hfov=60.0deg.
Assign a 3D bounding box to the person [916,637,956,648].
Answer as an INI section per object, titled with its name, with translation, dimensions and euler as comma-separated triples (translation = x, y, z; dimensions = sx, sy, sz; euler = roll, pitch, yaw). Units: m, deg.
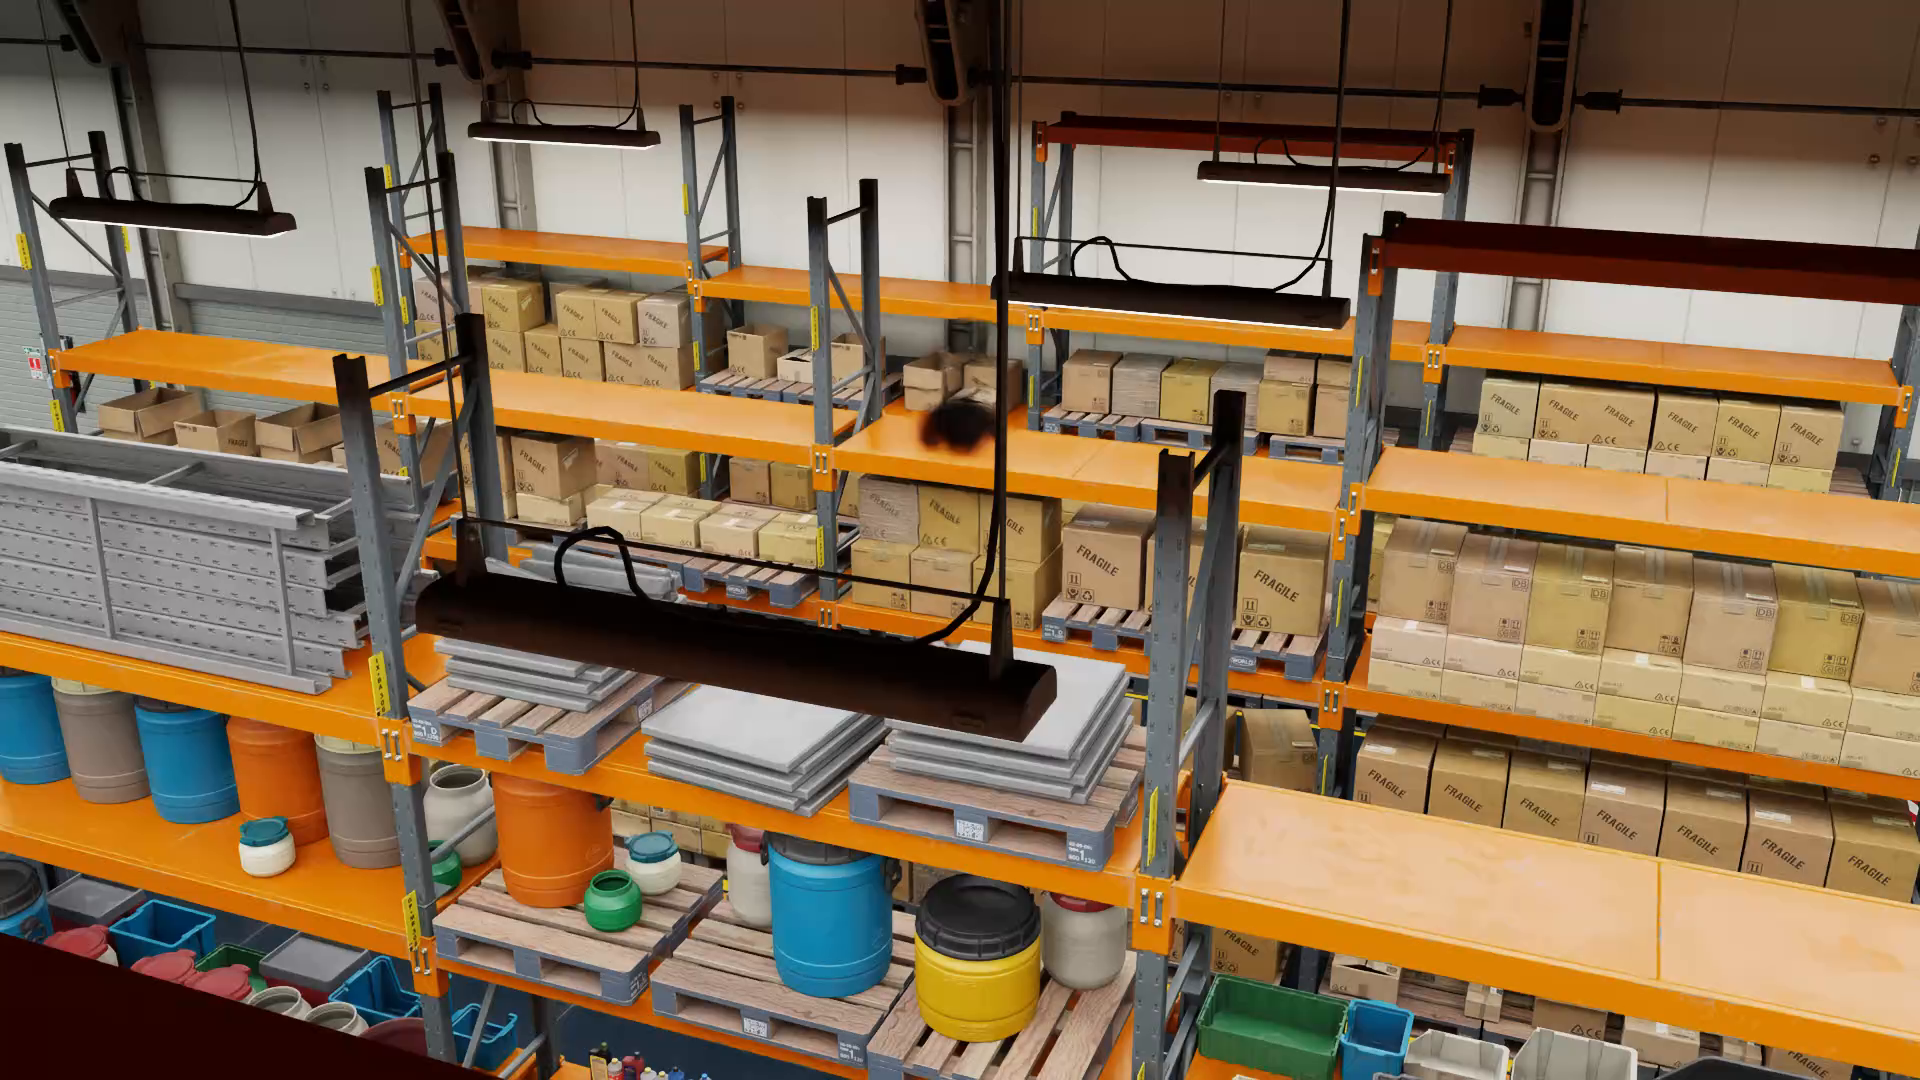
[person]
translation = -0.386, 1.477, 16.014
dimensions = 0.734, 1.817, 0.648
euler = 4, 21, 9
